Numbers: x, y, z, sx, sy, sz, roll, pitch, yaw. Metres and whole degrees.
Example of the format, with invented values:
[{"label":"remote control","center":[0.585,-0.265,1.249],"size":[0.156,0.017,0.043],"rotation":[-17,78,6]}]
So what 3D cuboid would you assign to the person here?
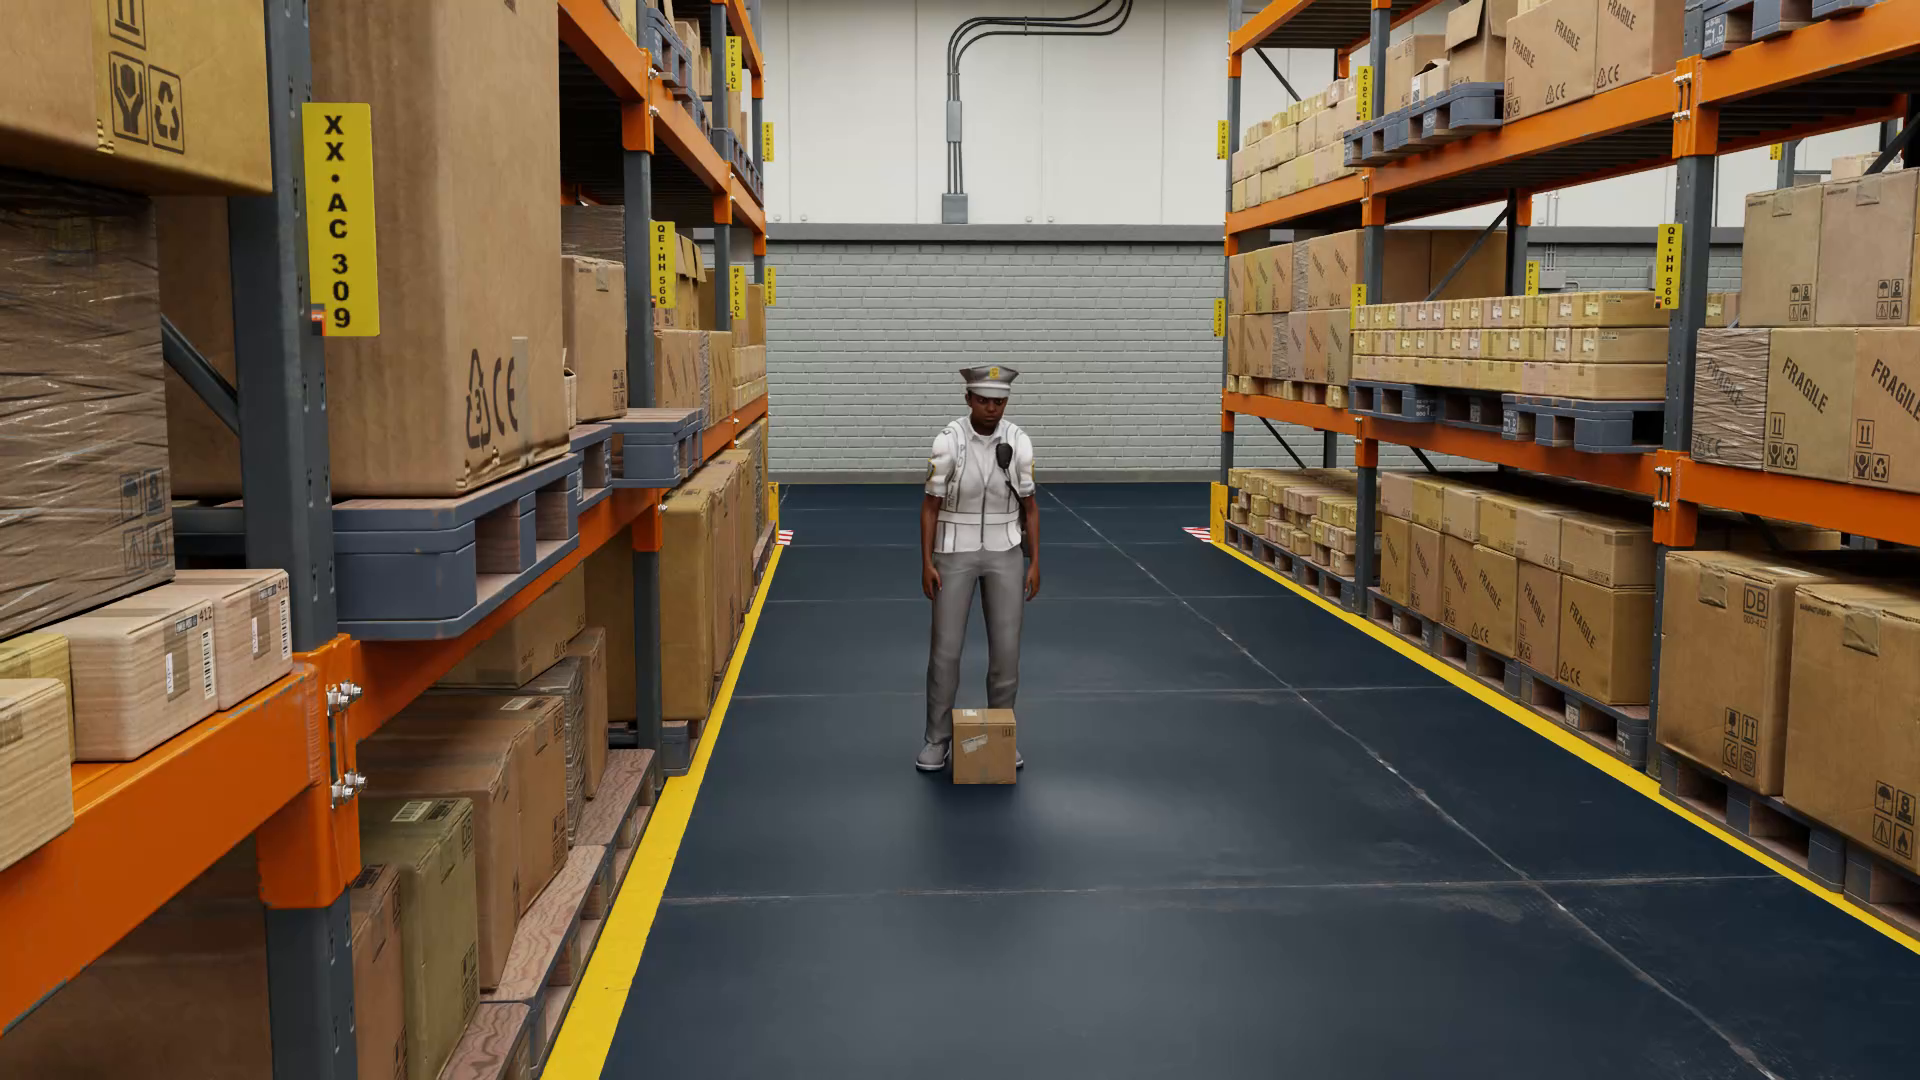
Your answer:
[{"label":"person","center":[0.072,0.105,6.880],"size":[0.532,1.663,0.392],"rotation":[-1,7,-7]}]
